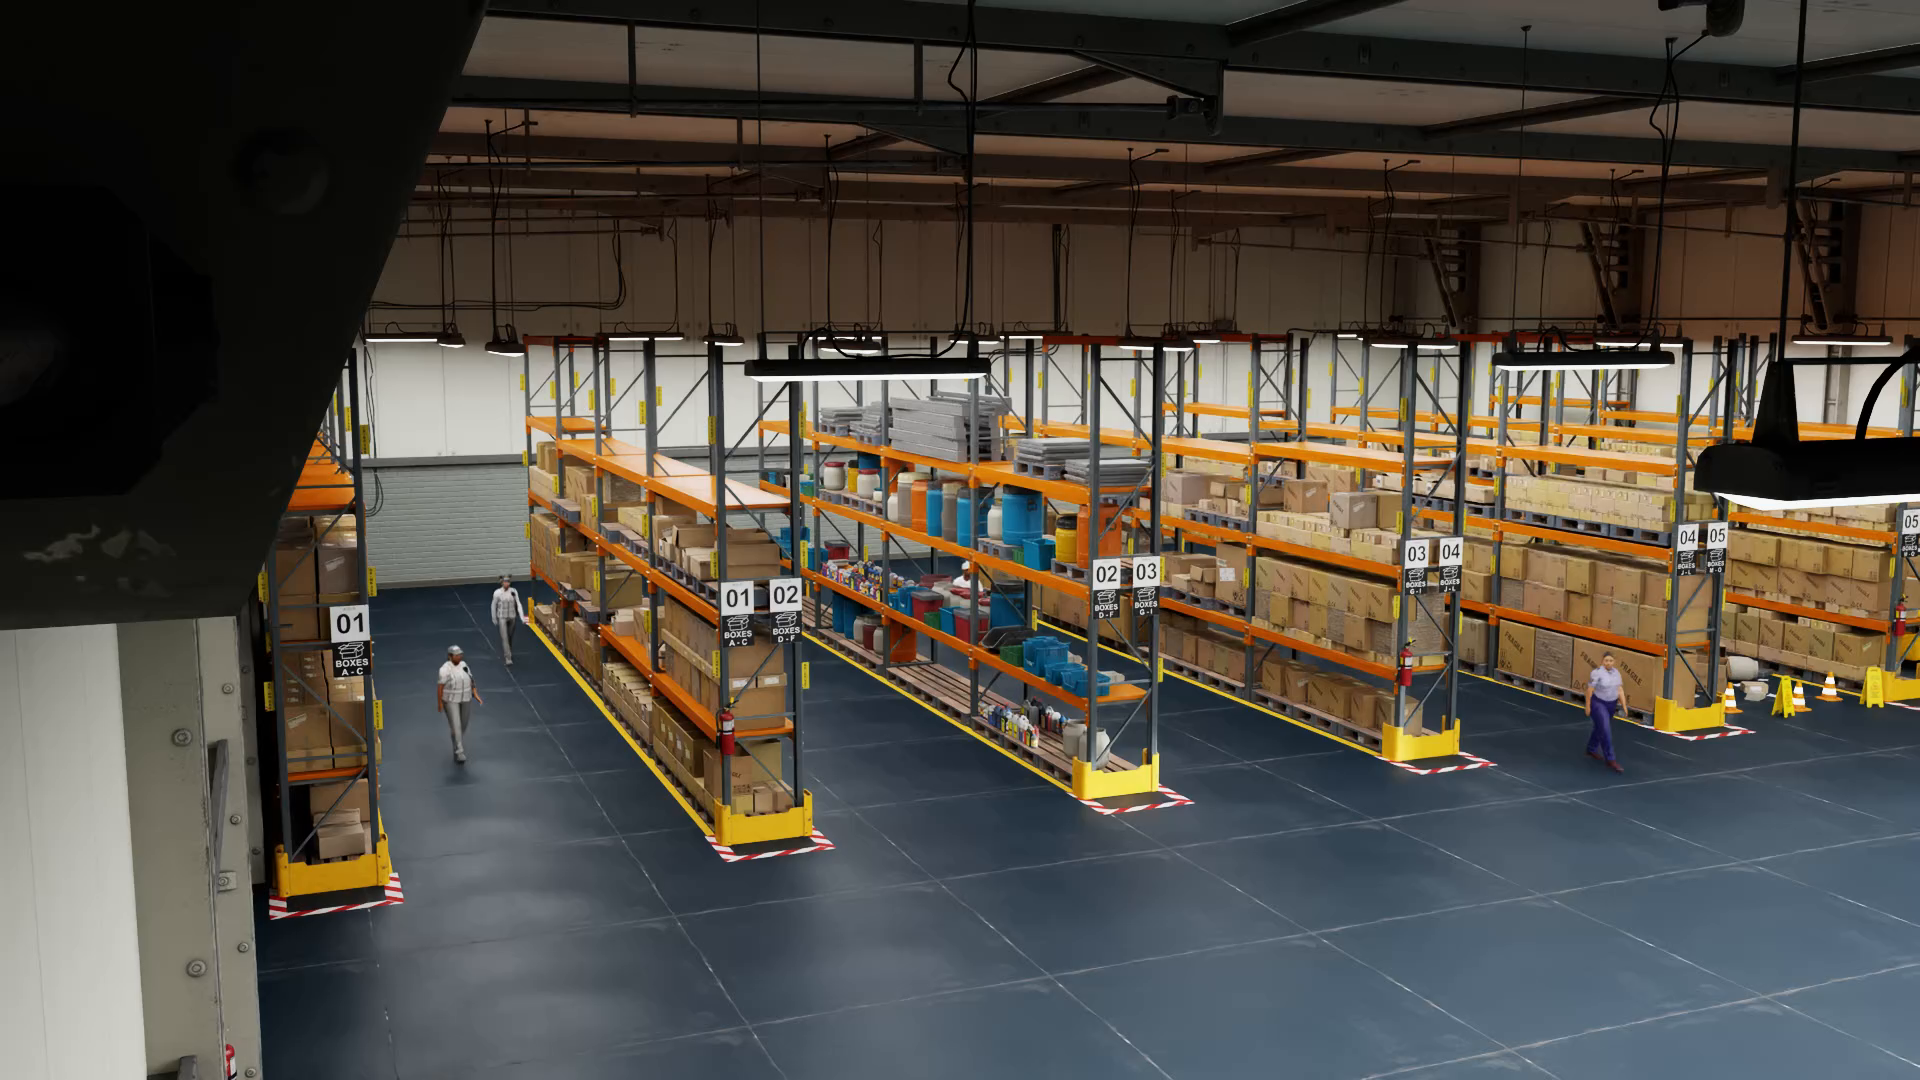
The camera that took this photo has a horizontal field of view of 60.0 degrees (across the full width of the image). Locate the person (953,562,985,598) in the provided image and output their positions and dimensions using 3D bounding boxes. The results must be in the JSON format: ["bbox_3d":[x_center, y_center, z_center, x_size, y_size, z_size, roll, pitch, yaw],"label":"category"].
[{"bbox_3d":[0.195,1.270,31.508,0.596,1.695,1.067,-5,9,-31],"label":"person"}]

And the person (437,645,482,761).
[{"bbox_3d":[-7.278,2.313,24.114,0.581,1.610,1.016,-6,9,-36],"label":"person"}]

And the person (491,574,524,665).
[{"bbox_3d":[-8.366,1.421,30.747,0.556,1.621,1.034,-4,8,-25],"label":"person"}]

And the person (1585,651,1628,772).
[{"bbox_3d":[9.188,2.385,23.597,0.508,1.632,0.817,-3,8,-25],"label":"person"}]
